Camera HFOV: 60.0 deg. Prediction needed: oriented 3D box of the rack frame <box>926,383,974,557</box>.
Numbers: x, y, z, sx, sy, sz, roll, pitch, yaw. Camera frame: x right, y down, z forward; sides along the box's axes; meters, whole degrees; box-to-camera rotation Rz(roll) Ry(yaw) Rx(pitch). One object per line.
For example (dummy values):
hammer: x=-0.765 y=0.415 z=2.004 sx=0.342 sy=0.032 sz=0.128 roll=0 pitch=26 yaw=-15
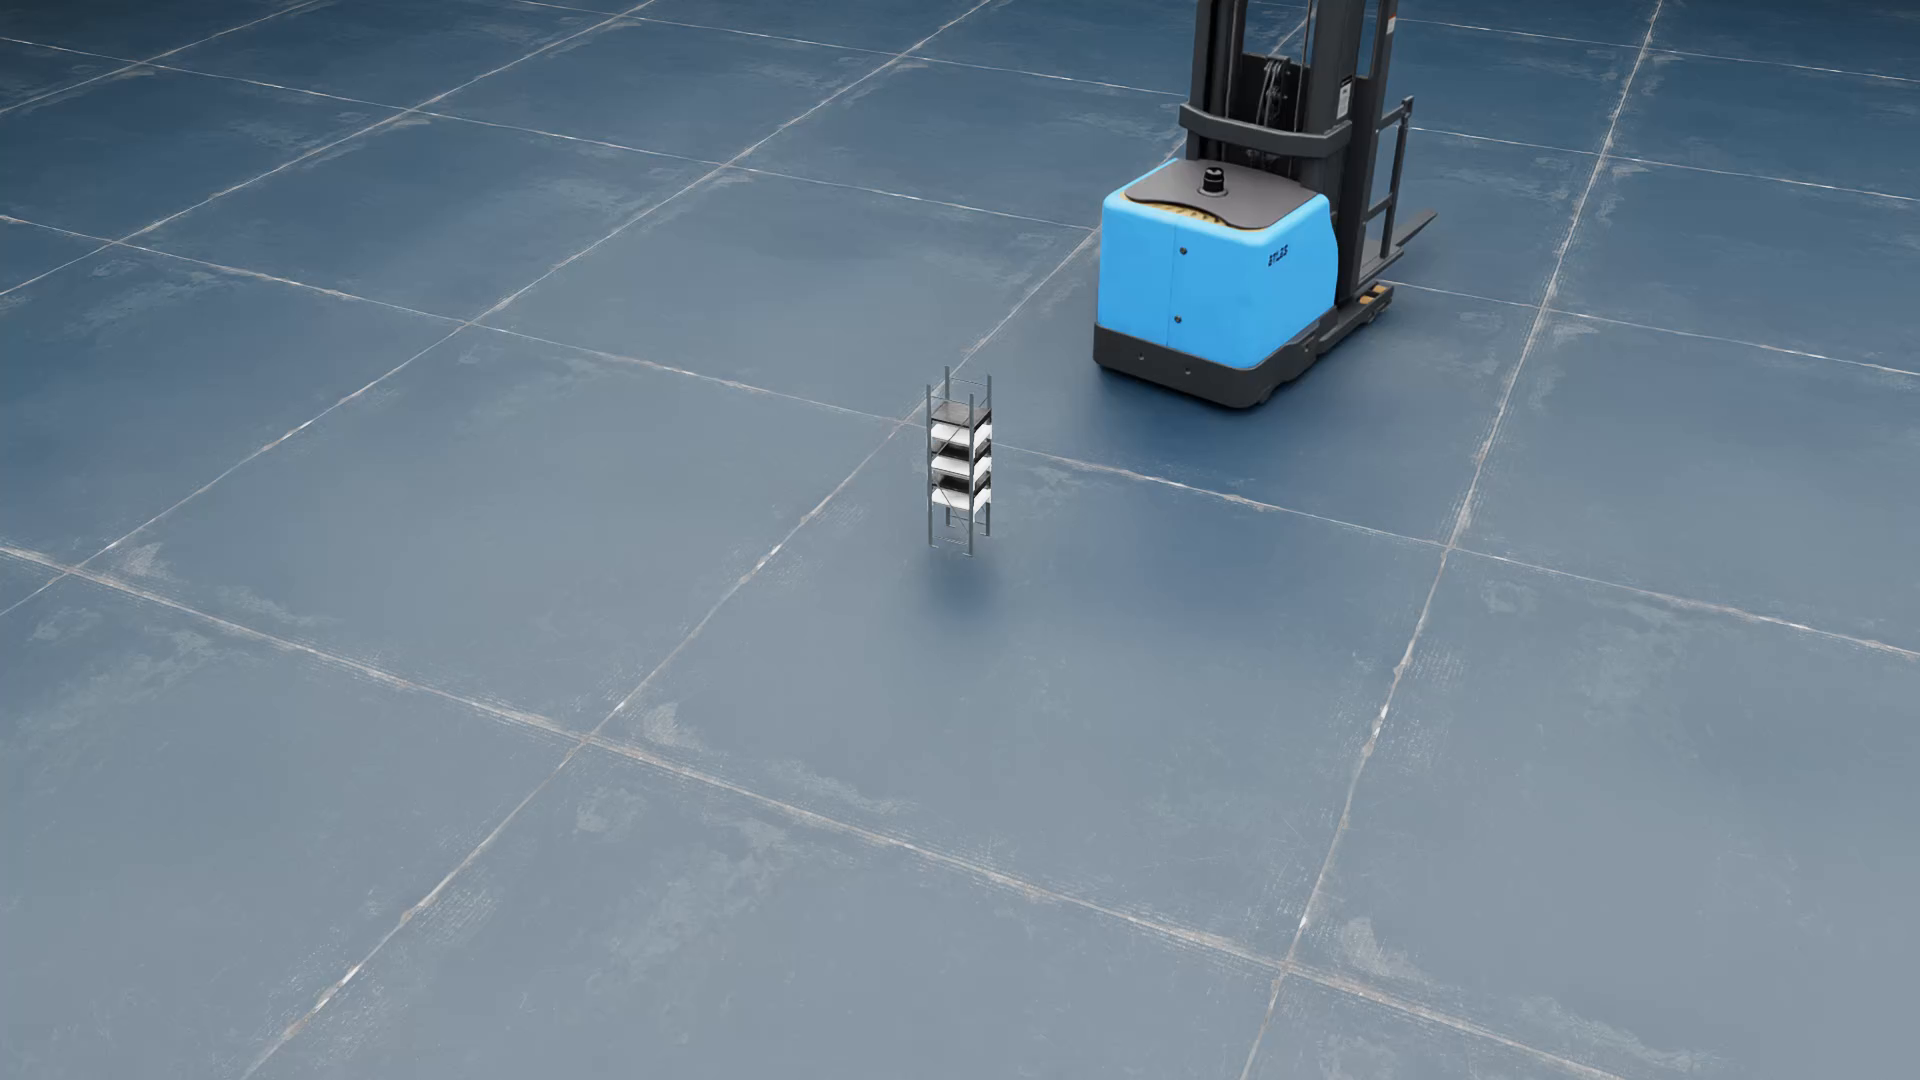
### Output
rack frame: x=-0.046 y=-0.322 z=7.920 sx=0.240 sy=0.900 sz=0.006 roll=14 pitch=36 yaw=20

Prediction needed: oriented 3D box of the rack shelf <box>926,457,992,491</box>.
rack shelf: x=-0.003 y=-0.344 z=8.015 sx=0.258 sy=0.077 sz=0.200 roll=14 pitch=36 yaw=20

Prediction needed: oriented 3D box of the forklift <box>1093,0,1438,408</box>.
forklift: x=2.060 y=-2.713 z=9.714 sx=1.130 sy=2.935 sz=3.031 roll=22 pitch=39 yaw=30

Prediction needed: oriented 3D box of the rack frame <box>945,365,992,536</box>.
rack frame: x=0.039 y=-0.423 z=8.074 sx=0.240 sy=0.900 sz=0.006 roll=14 pitch=36 yaw=20

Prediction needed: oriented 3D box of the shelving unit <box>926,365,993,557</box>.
shelving unit: x=-0.003 y=-0.372 z=7.997 sx=0.258 sy=0.900 sz=0.210 roll=14 pitch=36 yaw=20

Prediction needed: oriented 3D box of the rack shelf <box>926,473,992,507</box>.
rack shelf: x=-0.003 y=-0.269 z=8.065 sx=0.258 sy=0.077 sz=0.200 roll=14 pitch=36 yaw=20

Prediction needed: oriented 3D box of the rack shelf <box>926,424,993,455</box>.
rack shelf: x=-0.003 y=-0.495 z=7.917 sx=0.258 sy=0.077 sz=0.200 roll=14 pitch=36 yaw=20

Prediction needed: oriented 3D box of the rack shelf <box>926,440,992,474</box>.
rack shelf: x=-0.003 y=-0.420 z=7.966 sx=0.258 sy=0.077 sz=0.200 roll=14 pitch=36 yaw=20

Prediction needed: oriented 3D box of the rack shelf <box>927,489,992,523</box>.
rack shelf: x=-0.003 y=-0.194 z=8.114 sx=0.258 sy=0.077 sz=0.200 roll=14 pitch=36 yaw=20

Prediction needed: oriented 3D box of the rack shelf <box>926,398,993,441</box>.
rack shelf: x=-0.003 y=-0.570 z=7.867 sx=0.258 sy=0.077 sz=0.200 roll=14 pitch=36 yaw=20
